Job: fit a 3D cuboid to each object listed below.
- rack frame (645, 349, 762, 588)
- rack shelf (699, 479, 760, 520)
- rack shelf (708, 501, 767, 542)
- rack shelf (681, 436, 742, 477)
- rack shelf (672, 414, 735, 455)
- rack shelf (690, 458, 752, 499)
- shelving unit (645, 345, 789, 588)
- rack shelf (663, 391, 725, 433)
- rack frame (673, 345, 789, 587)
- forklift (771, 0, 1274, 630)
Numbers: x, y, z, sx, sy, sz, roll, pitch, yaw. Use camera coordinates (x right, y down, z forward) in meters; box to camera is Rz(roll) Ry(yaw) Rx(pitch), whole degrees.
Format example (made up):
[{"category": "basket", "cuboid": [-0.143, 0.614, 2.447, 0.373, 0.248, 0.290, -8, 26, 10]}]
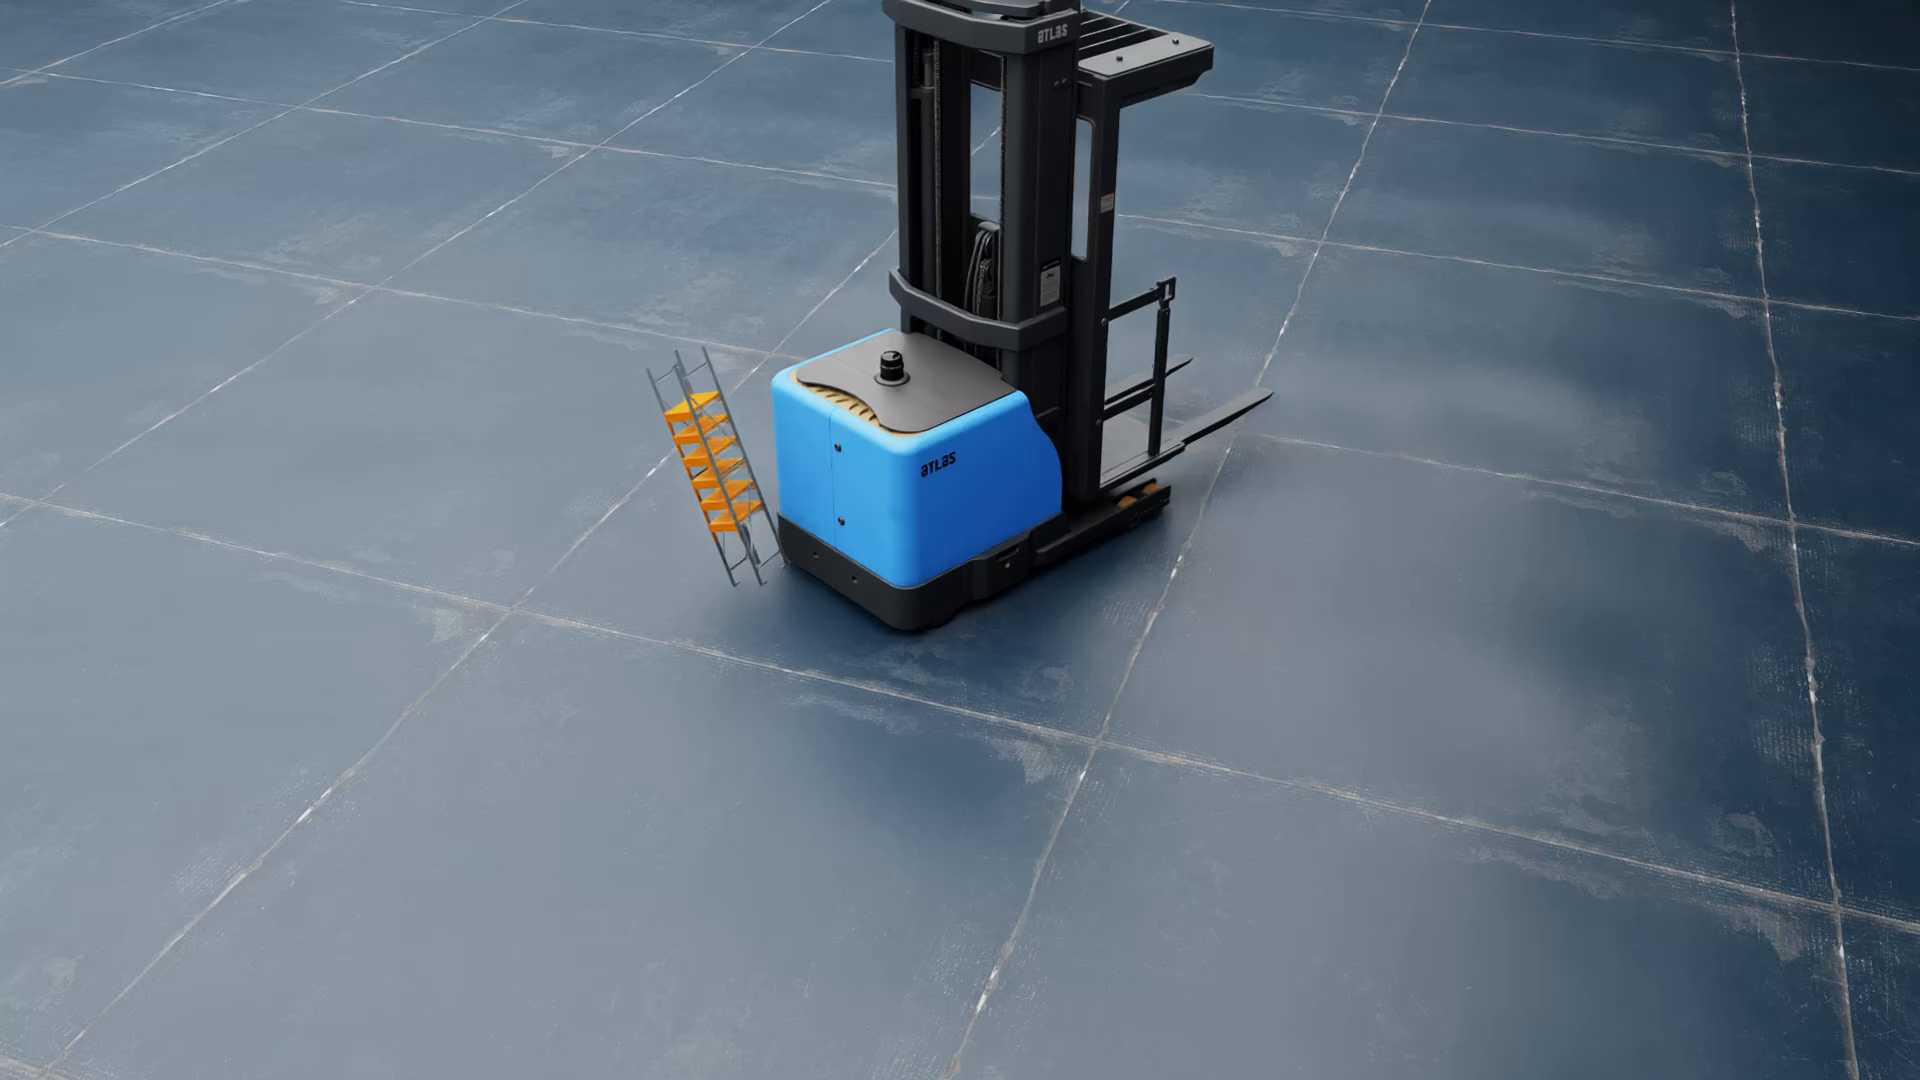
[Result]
[{"category": "rack frame", "cuboid": [-1.261, -0.345, 8.241, 0.006, 1.200, 0.240, -3, 27, 35]}, {"category": "rack shelf", "cuboid": [-1.137, -0.204, 8.248, 0.180, 0.103, 0.258, -3, 27, 35]}, {"category": "rack shelf", "cuboid": [-1.101, -0.098, 8.292, 0.180, 0.103, 0.258, -3, 27, 35]}, {"category": "rack shelf", "cuboid": [-1.209, -0.415, 8.160, 0.180, 0.103, 0.258, -3, 27, 35]}, {"category": "rack shelf", "cuboid": [-1.245, -0.521, 8.116, 0.180, 0.103, 0.258, -3, 27, 35]}, {"category": "rack shelf", "cuboid": [-1.173, -0.309, 8.204, 0.180, 0.103, 0.258, -3, 27, 35]}, {"category": "shelving unit", "cuboid": [-1.186, -0.349, 8.188, 0.189, 1.200, 0.258, -3, 27, 35]}, {"category": "rack shelf", "cuboid": [-1.281, -0.626, 8.072, 0.180, 0.103, 0.258, -3, 27, 35]}, {"category": "rack frame", "cuboid": [-1.112, -0.352, 8.135, 0.006, 1.200, 0.240, -3, 27, 35]}, {"category": "forklift", "cuboid": [0.494, -1.483, 8.345, 3.031, 2.935, 1.130, -27, 41, -35]}]
